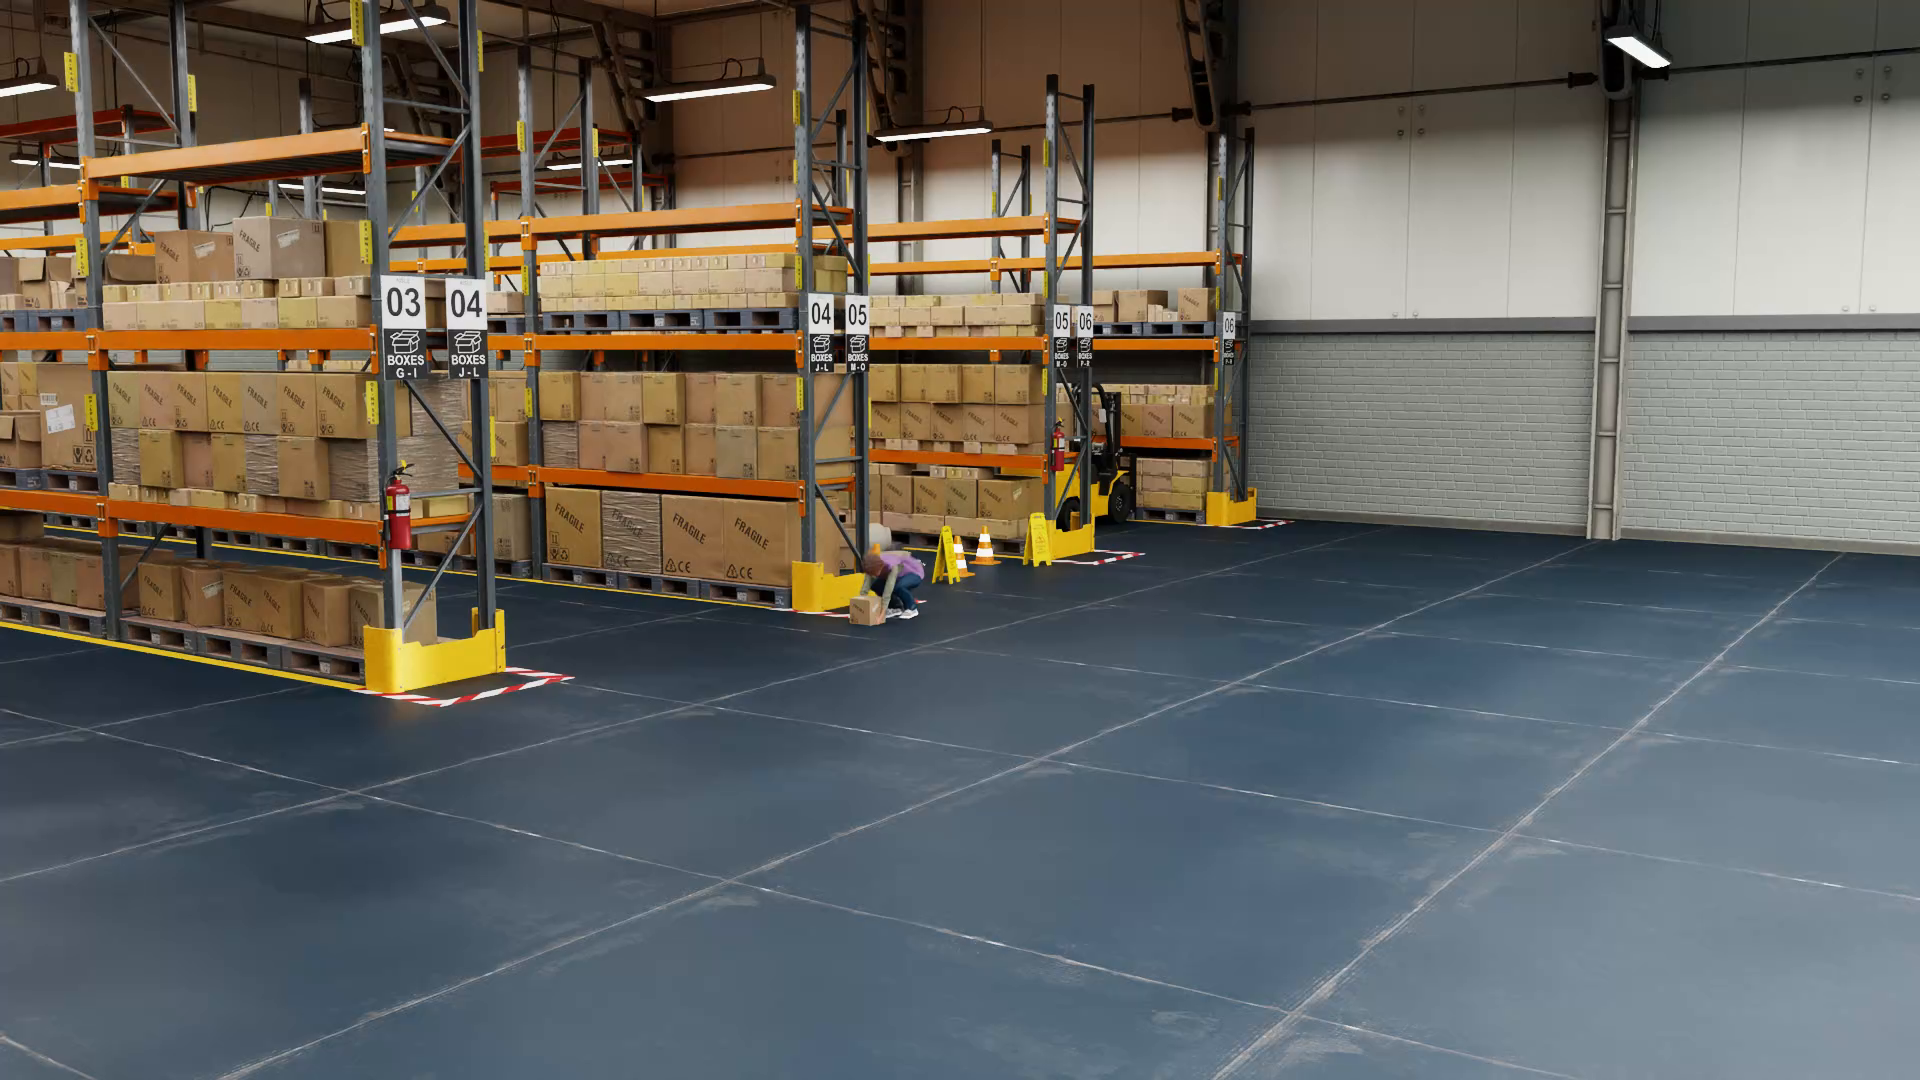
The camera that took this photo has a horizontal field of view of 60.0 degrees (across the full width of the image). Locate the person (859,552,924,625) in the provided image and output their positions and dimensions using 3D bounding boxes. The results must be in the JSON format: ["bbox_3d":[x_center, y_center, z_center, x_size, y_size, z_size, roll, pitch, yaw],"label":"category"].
[{"bbox_3d":[-0.683,0.459,16.378,0.421,0.719,0.853,5,8,38],"label":"person"}]
